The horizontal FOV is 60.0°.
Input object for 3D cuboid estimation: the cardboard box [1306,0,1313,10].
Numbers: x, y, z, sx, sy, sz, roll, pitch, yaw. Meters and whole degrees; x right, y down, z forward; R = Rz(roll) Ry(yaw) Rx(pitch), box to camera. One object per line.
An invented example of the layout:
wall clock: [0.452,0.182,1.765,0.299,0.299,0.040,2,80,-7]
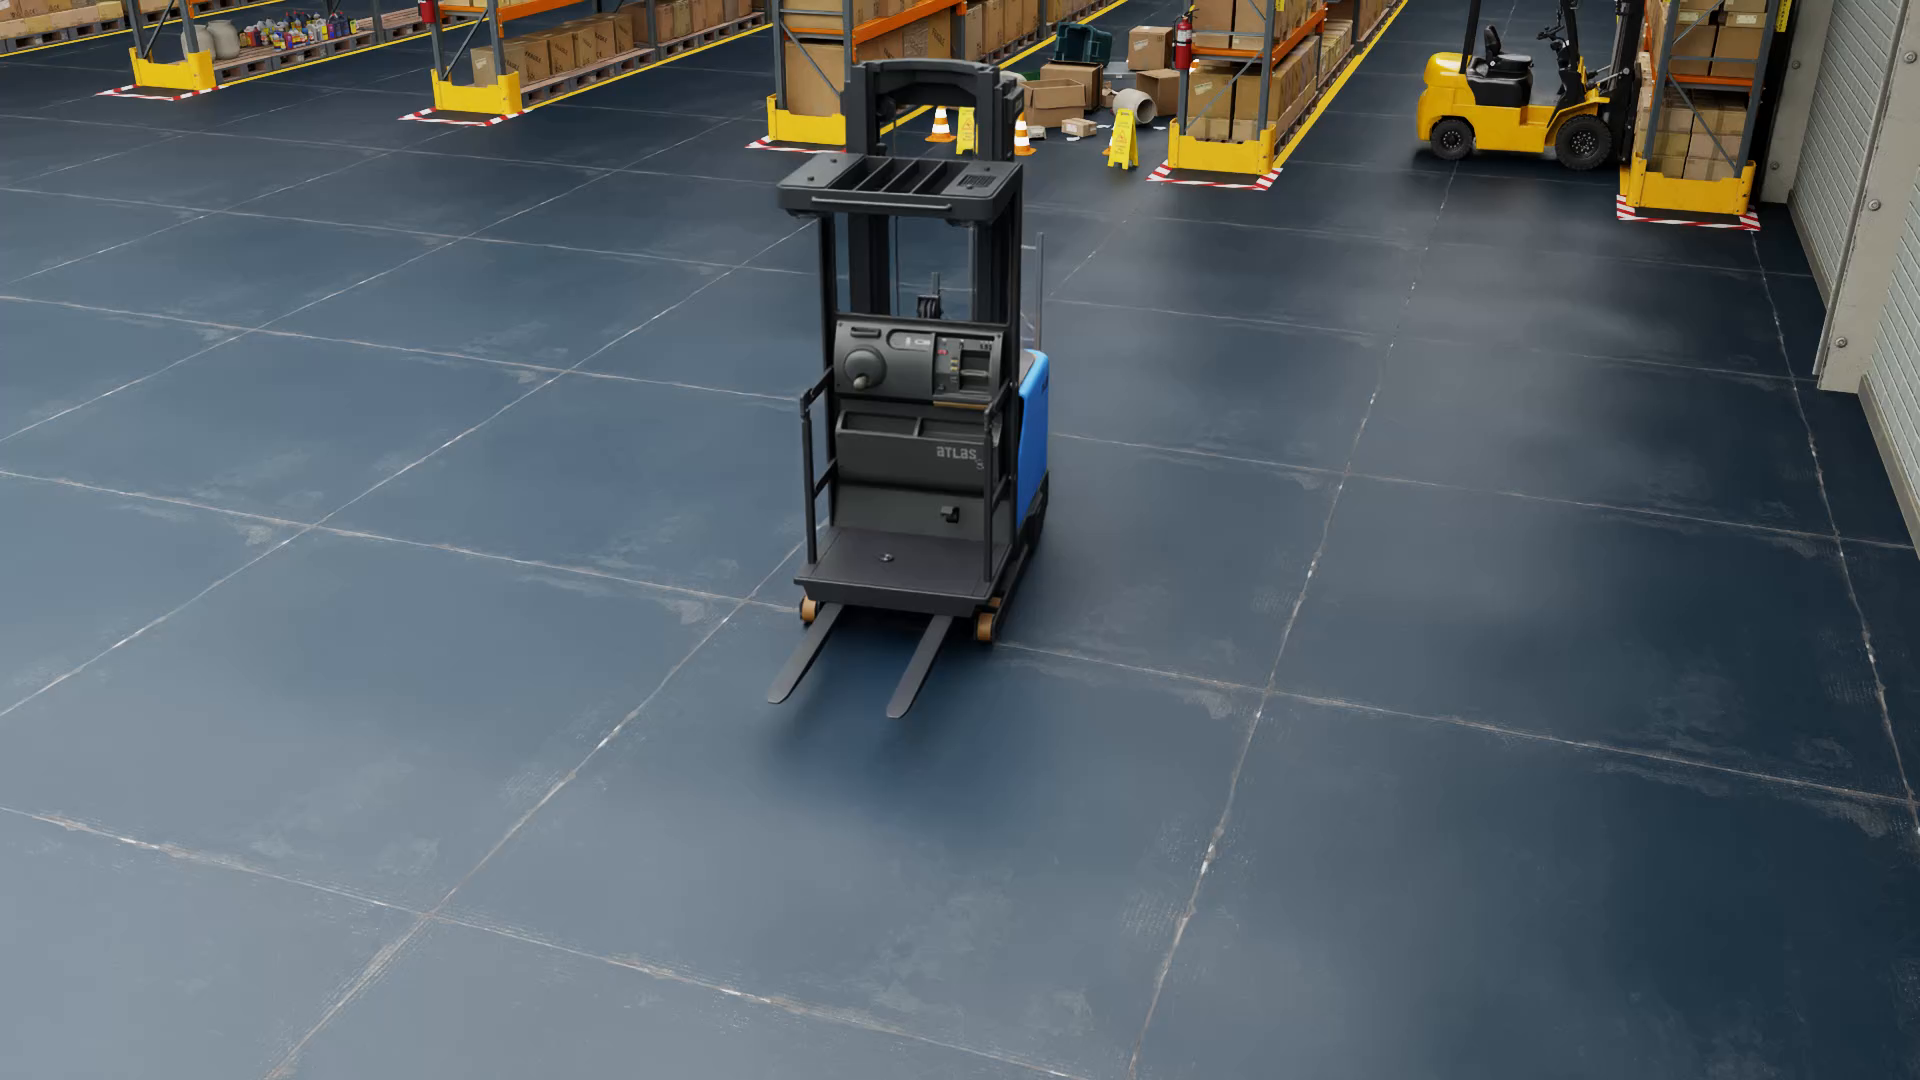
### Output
cardboard box: [4.037,-6.761,20.315,0.500,0.500,0.500,10,27,19]

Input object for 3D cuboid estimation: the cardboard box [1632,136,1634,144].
cardboard box: [7.994,-4.679,19.145,0.500,0.250,0.500,10,27,19]

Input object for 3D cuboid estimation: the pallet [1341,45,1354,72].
pallet: [5.353,-7.295,25.074,1.003,0.211,1.213,9,27,17]

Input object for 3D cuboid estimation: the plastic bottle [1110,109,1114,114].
plastic bottle: [2.086,-5.646,21.841,0.133,0.061,0.283,14,29,26]

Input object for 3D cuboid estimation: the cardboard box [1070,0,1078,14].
cardboard box: [1.719,-9.283,28.368,0.500,0.500,0.500,8,27,16]

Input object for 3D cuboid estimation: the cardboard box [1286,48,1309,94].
cardboard box: [4.003,-5.815,20.630,0.500,0.500,0.500,10,28,20]

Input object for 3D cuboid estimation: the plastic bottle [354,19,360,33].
plastic bottle: [-9.559,-8.126,26.298,0.097,0.201,0.097,0,26,0]

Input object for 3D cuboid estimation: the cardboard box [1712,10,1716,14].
cardboard box: [8.377,-5.498,18.048,0.500,0.500,0.500,8,27,17]

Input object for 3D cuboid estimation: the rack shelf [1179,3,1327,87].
rack shelf: [3.618,-6.081,20.193,1.077,0.370,4.000,9,27,17]

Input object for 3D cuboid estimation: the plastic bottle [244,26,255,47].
plastic bottle: [-10.756,-7.628,25.184,0.152,0.276,0.135,9,27,18]

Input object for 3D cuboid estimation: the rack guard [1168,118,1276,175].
rack guard: [2.978,-4.489,18.948,1.175,0.500,0.348,9,27,17]

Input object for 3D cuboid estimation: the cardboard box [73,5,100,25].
cardboard box: [-14.526,-8.627,27.300,0.500,0.250,0.500,9,27,17]

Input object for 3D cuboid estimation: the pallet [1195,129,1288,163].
pallet: [3.281,-4.688,19.690,1.003,0.211,1.213,9,27,17]

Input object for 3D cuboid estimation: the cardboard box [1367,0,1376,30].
cardboard box: [6.224,-8.741,26.818,0.875,0.875,0.875,9,27,18]

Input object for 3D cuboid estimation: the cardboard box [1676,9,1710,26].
cardboard box: [7.486,-5.385,17.070,0.380,0.149,0.250,9,27,18]

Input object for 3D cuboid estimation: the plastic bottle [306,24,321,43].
plastic bottle: [-9.904,-7.770,25.477,0.152,0.276,0.135,9,27,18]

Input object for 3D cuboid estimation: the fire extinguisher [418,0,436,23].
fire extinguisher: [-6.865,-7.005,21.365,0.296,0.674,0.183,9,27,17]

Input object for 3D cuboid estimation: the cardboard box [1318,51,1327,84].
cardboard box: [4.456,-6.449,22.661,0.950,0.372,0.625,9,27,18]

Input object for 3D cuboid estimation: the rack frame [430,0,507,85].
rack frame: [-6.393,-7.020,21.307,1.000,3.000,0.127,9,27,17]

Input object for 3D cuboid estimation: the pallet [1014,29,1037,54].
pallet: [0.580,-7.979,26.487,1.003,0.211,1.213,9,27,17]

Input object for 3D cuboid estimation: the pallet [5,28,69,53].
pallet: [-15.111,-8.023,26.579,1.003,0.211,1.213,9,27,17]

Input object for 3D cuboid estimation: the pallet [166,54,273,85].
pallet: [-10.807,-6.854,24.165,1.003,0.211,1.213,9,27,17]

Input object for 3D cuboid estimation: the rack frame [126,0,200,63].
rack frame: [-11.063,-7.738,22.791,1.000,3.000,0.127,9,27,17]

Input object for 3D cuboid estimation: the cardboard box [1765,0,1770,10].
cardboard box: [8.095,-5.543,17.056,0.380,0.149,0.250,10,27,19]

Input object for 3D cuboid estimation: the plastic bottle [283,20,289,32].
plastic bottle: [-10.469,-7.937,25.827,0.097,0.271,0.097,0,26,0]

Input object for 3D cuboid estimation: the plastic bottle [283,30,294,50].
plastic bottle: [-10.074,-7.504,24.919,0.061,0.283,0.133,9,27,18]

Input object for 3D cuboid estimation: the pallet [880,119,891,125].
pallet: [-1.557,-5.344,21.046,1.003,0.211,1.213,9,27,17]

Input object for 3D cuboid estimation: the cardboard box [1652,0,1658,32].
cardboard box: [8.414,-6.193,19.483,0.500,0.500,0.500,9,27,18]

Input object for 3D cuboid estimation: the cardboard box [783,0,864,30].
cardboard box: [-1.668,-6.486,20.032,0.875,0.550,0.550,9,27,17]

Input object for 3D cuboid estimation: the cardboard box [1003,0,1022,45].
cardboard box: [0.338,-8.126,25.692,1.050,0.750,0.750,9,27,18]

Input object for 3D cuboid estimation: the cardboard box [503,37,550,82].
cardboard box: [-6.003,-6.589,22.803,0.500,0.500,0.500,17,30,31]

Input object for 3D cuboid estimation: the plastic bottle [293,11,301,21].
plastic bottle: [-10.392,-8.116,26.106,0.144,0.351,0.185,10,27,19]

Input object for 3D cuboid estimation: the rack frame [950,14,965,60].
rack frame: [-0.418,-7.903,23.131,1.000,3.000,0.127,9,27,17]

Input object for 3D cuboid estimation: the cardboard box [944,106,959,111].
cardboard box: [0.033,-5.992,22.050,0.500,0.500,0.500,14,29,26]

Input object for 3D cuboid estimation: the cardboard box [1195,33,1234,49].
cardboard box: [2.875,-5.655,18.775,0.380,0.149,0.250,10,27,19]

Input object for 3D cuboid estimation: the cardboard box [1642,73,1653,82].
cardboard box: [7.992,-5.127,18.924,0.500,0.250,0.500,8,27,16]

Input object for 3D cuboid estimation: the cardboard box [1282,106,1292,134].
cardboard box: [3.659,-5.035,19.879,0.500,0.250,0.500,10,27,19]

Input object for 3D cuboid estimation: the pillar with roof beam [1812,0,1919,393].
pillar with roof beam: [2.660,-5.879,12.066,9.100,9.000,0.400,9,27,17]

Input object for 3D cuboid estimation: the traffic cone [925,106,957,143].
traffic cone: [-0.233,-5.130,20.314,0.336,0.463,0.334,9,27,17]

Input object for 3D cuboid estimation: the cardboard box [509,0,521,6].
cardboard box: [-5.972,-7.090,21.739,0.380,0.149,0.250,9,27,17]

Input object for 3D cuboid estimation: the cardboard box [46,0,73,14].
cardboard box: [-14.691,-8.759,26.711,0.500,0.500,0.500,9,27,17]

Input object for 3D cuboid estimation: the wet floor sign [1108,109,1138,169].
wet floor sign: [1.880,-4.600,19.011,0.267,0.644,0.232,20,32,35]

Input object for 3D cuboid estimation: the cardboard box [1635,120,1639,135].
cardboard box: [7.679,-4.491,18.183,0.500,0.250,0.500,8,27,17]

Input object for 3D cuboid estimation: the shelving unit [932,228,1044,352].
shelving unit: [0.195,-1.170,10.945,0.587,1.500,1.083,6,26,12]

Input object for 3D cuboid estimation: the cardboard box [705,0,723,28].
cardboard box: [-4.289,-8.639,27.014,0.700,0.500,0.500,11,28,22]

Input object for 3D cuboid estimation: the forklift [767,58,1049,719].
forklift: [-0.273,-0.938,8.825,1.130,2.935,3.031,6,26,12]

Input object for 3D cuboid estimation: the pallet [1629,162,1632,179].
pallet: [7.849,-3.930,18.125,1.003,0.211,1.213,9,27,17]

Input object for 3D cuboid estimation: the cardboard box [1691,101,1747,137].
cardboard box: [7.973,-4.436,17.497,0.500,0.250,0.500,8,27,17]
